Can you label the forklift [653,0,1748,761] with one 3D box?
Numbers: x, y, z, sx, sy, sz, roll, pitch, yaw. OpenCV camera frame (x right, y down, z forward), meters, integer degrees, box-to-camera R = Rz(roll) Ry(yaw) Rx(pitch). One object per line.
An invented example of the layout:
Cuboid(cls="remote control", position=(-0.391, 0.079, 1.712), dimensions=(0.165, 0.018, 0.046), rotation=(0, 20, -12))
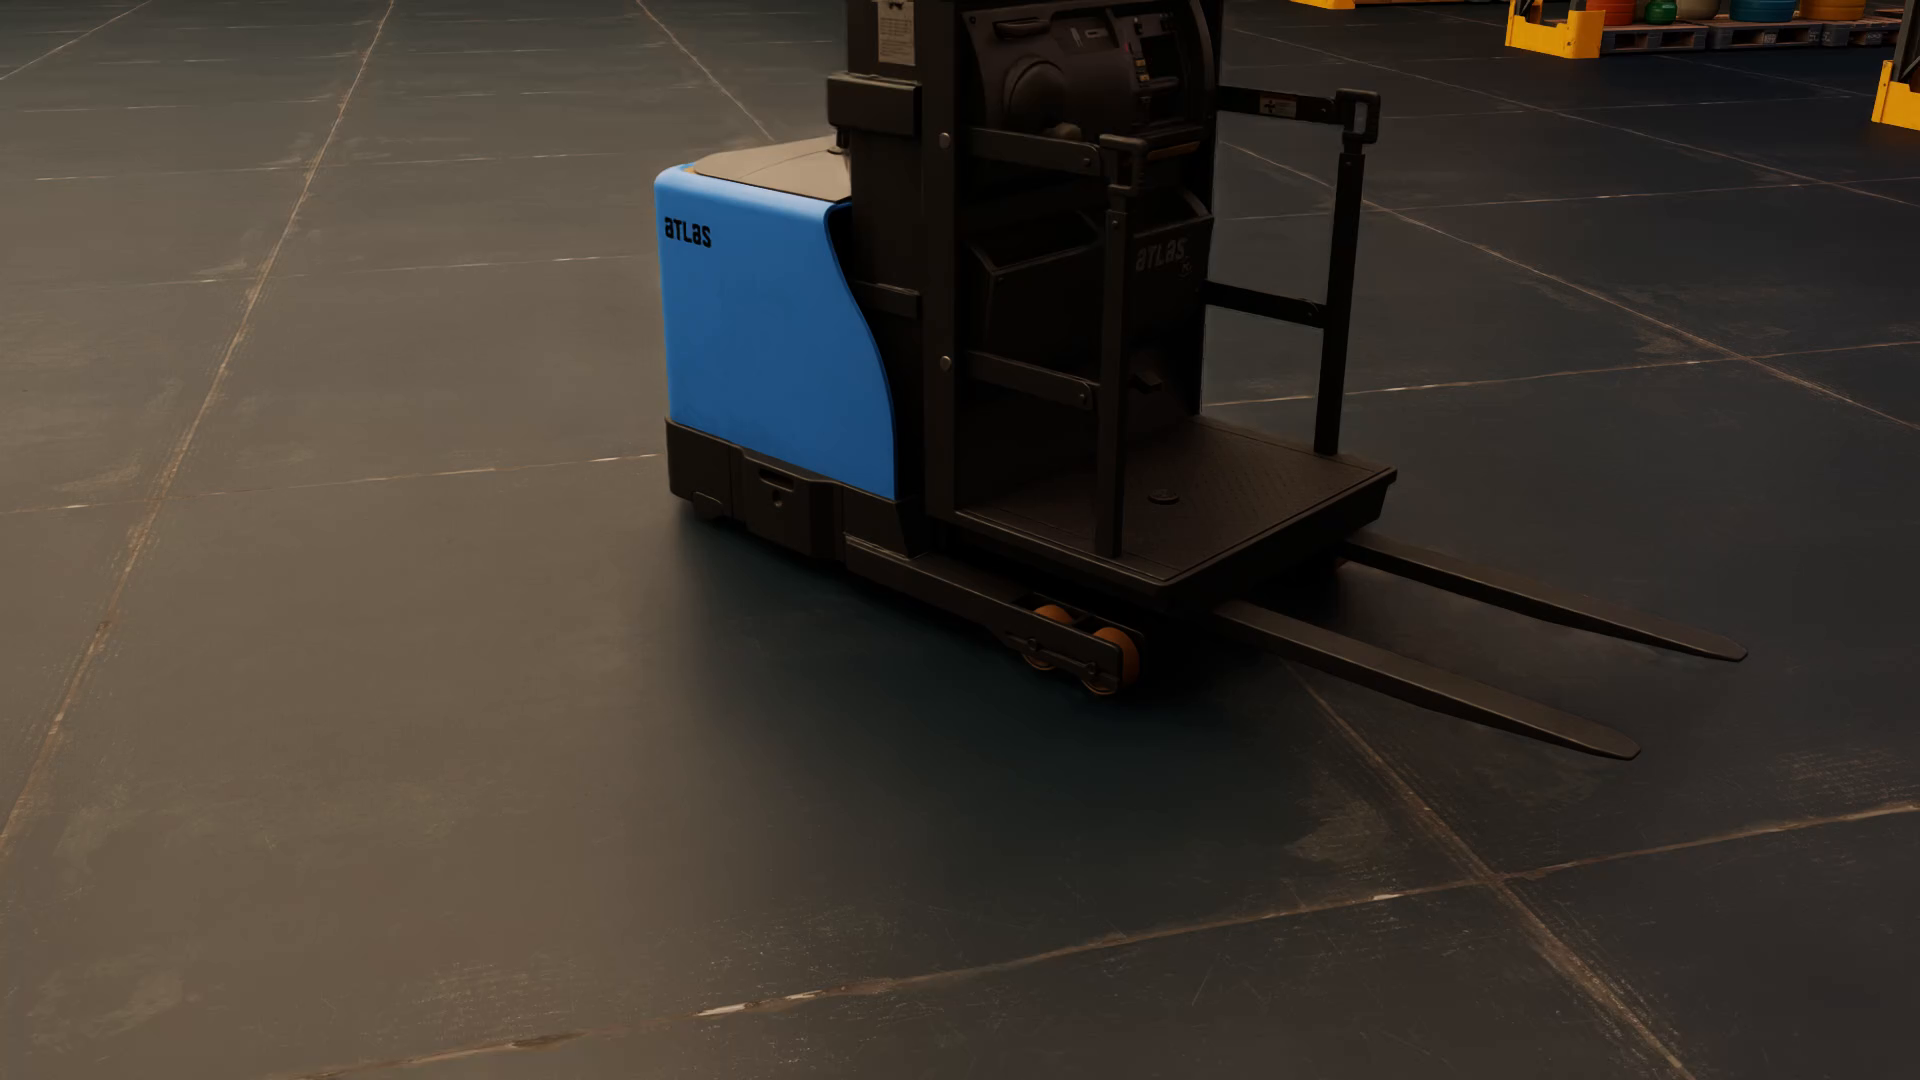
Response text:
Cuboid(cls="forklift", position=(0.503, -1.192, 4.112), dimensions=(3.031, 2.935, 1.130), rotation=(20, 30, 39))
